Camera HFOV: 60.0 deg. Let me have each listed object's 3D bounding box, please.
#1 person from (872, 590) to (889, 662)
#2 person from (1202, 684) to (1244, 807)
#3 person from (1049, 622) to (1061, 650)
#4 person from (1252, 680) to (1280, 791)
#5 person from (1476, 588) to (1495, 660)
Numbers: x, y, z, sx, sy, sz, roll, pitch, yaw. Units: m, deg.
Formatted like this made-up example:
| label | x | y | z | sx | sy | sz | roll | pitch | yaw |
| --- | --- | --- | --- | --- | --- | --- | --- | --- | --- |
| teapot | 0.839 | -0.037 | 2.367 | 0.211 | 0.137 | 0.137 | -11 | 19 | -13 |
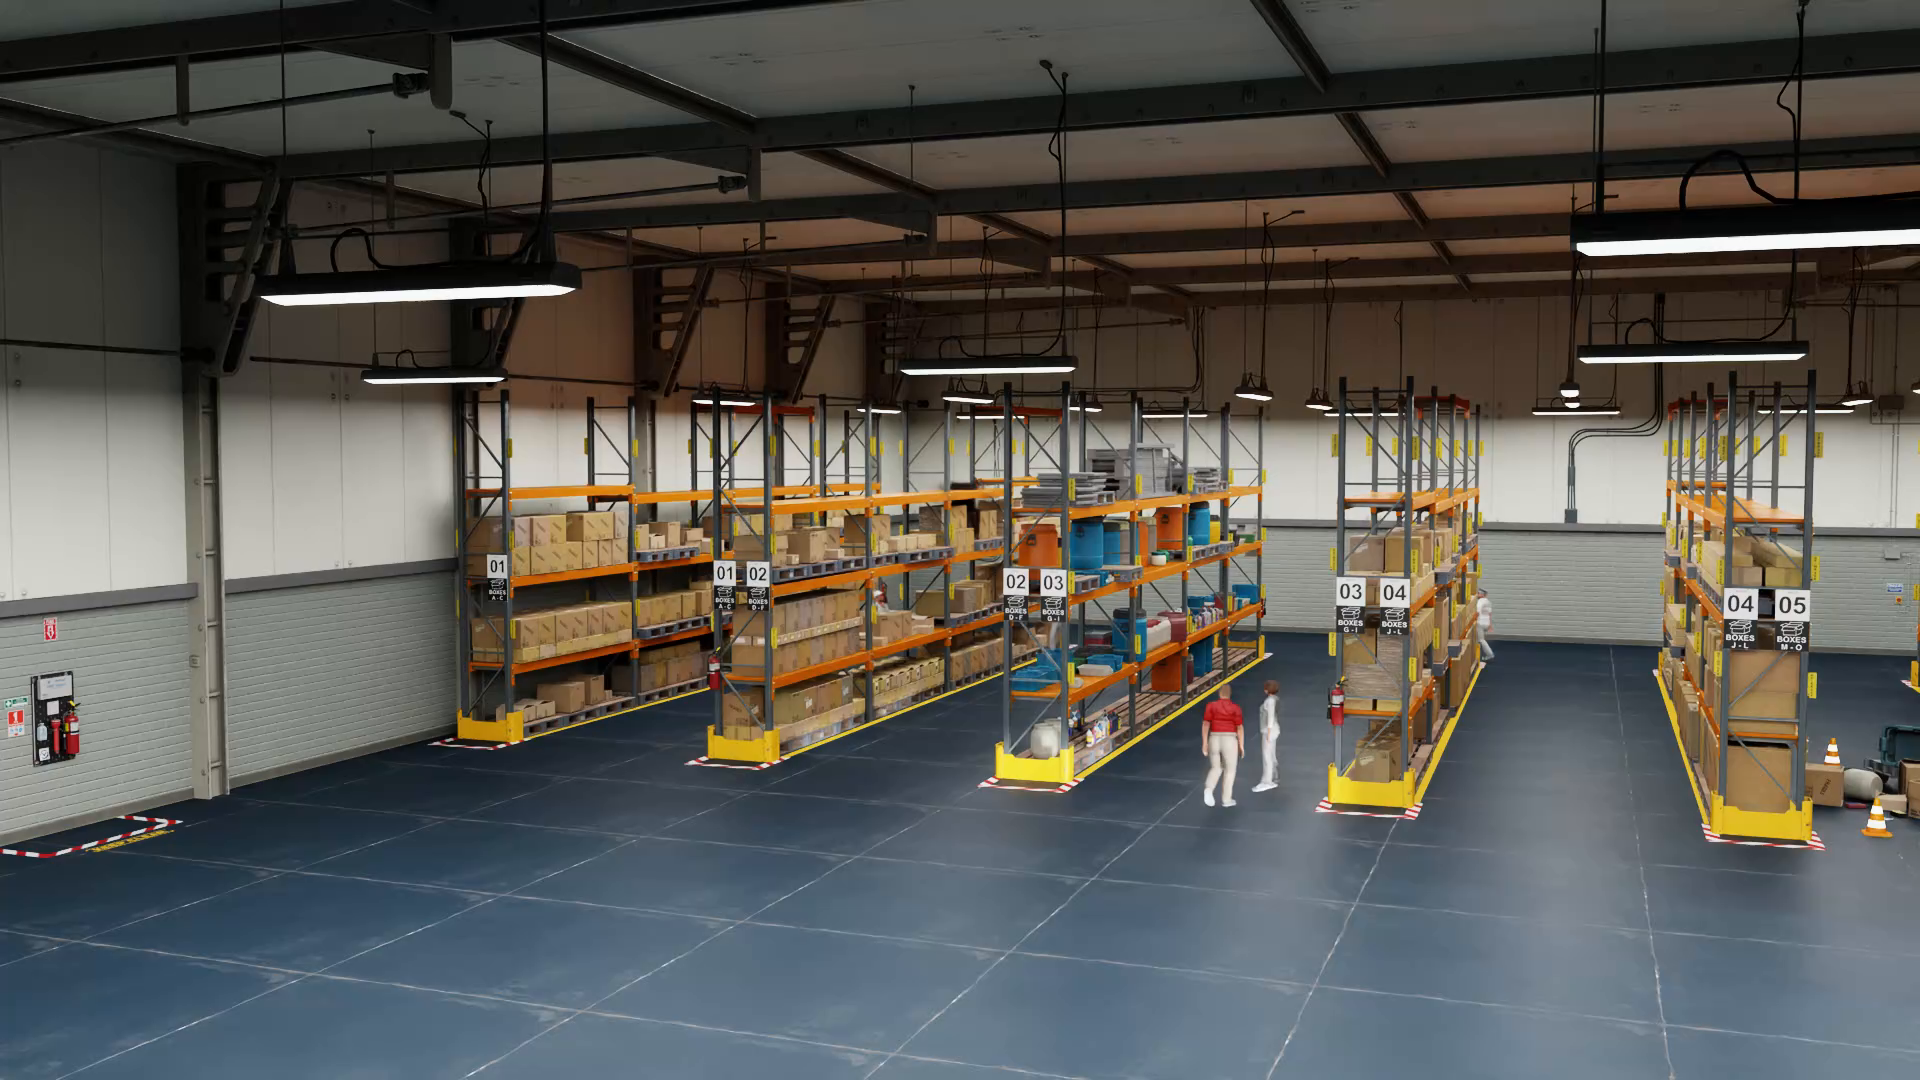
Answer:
| label | x | y | z | sx | sy | sz | roll | pitch | yaw |
| --- | --- | --- | --- | --- | --- | --- | --- | --- | --- |
| person | -1.679 | 2.011 | 36.514 | 0.589 | 1.815 | 0.472 | -3 | 4 | -39 |
| person | 3.649 | 2.856 | 23.105 | 0.545 | 1.713 | 0.566 | 2 | 4 | 36 |
| person | 2.306 | 1.970 | 38.442 | 0.505 | 1.647 | 0.982 | 1 | 3 | 21 |
| person | 4.502 | 2.872 | 24.407 | 0.380 | 1.574 | 0.535 | 1 | 3 | 16 |
| person | 12.275 | 1.982 | 39.204 | 0.604 | 1.733 | 1.059 | -2 | 4 | -31 |
